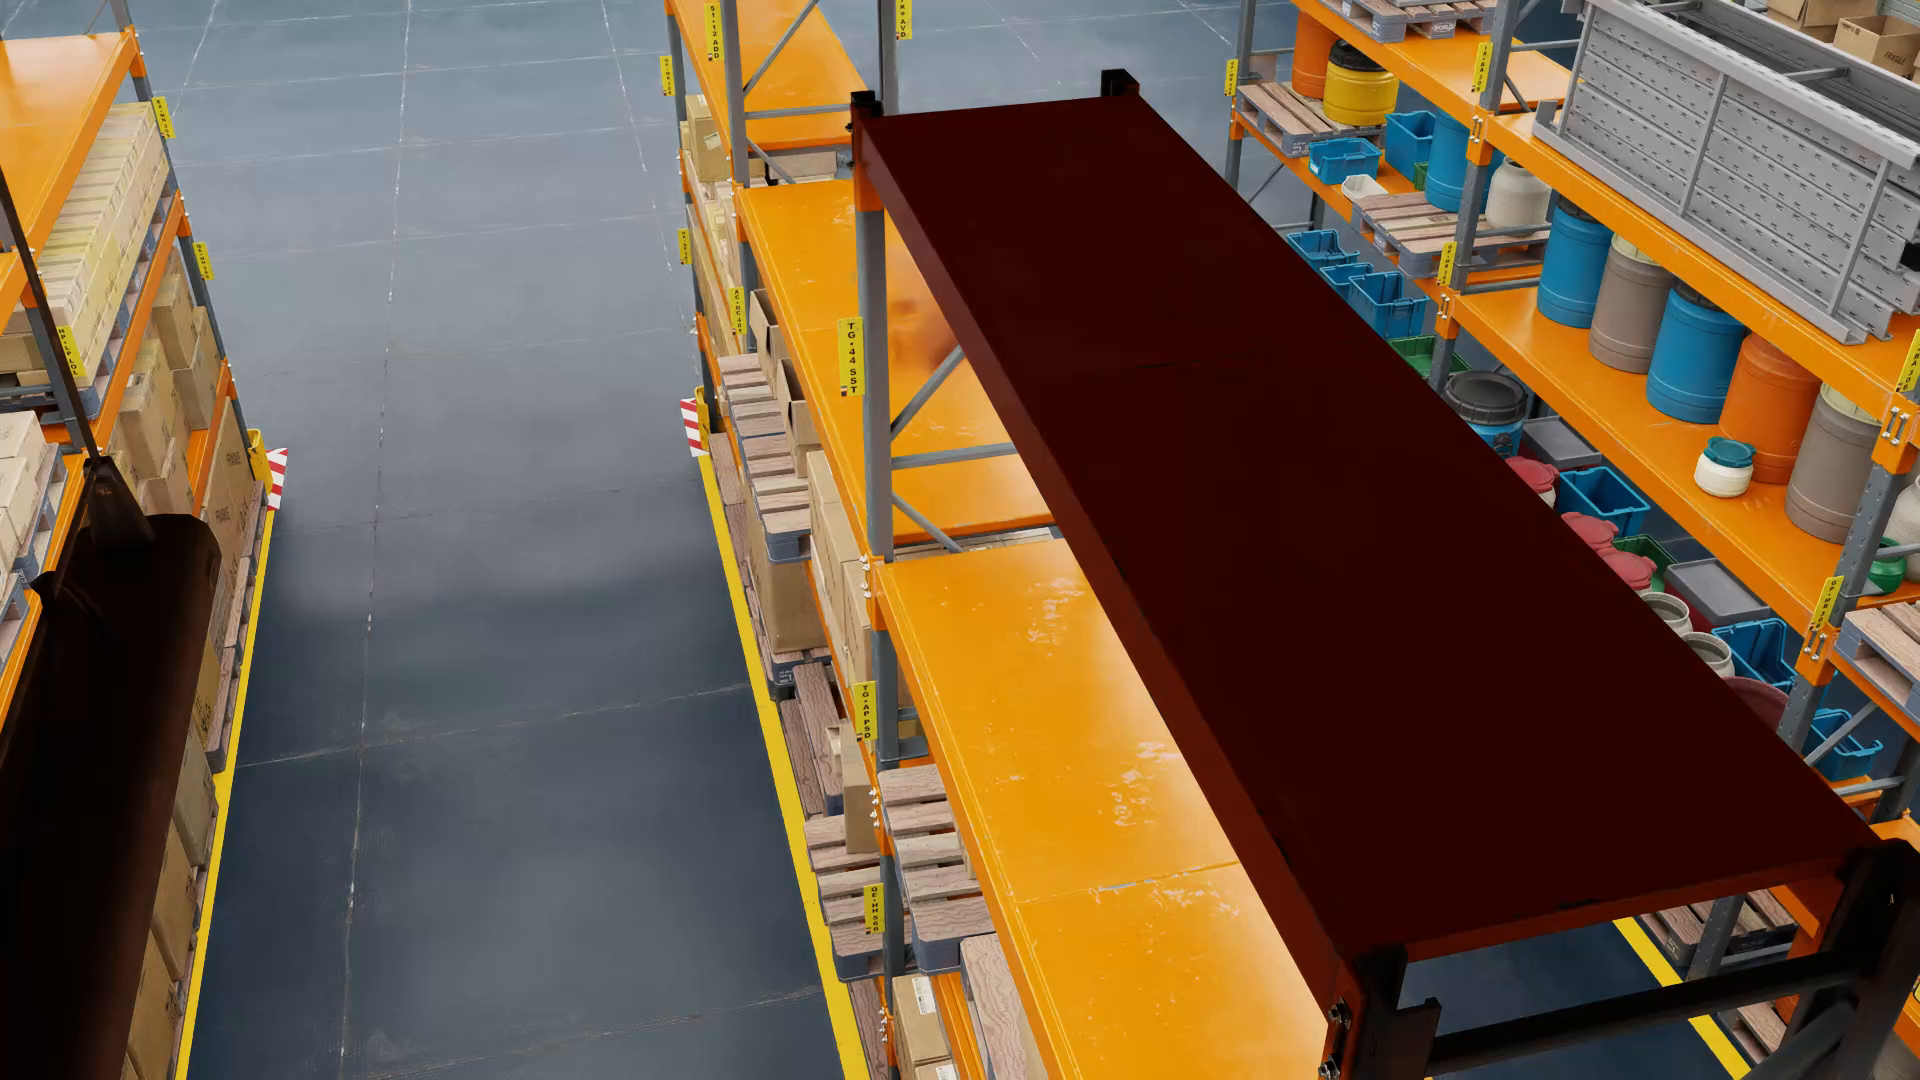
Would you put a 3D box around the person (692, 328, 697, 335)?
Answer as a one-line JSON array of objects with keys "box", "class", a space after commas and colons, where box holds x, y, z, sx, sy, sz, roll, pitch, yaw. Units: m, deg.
[{"box": [-2.381, -2.704, 16.533, 0.922, 1.701, 0.632, 14, 37, 19], "class": "person"}]

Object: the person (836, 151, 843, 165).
[{"box": [-1.920, -5.236, 20.156, 1.021, 1.754, 0.715, 5, 35, 8], "class": "person"}]
